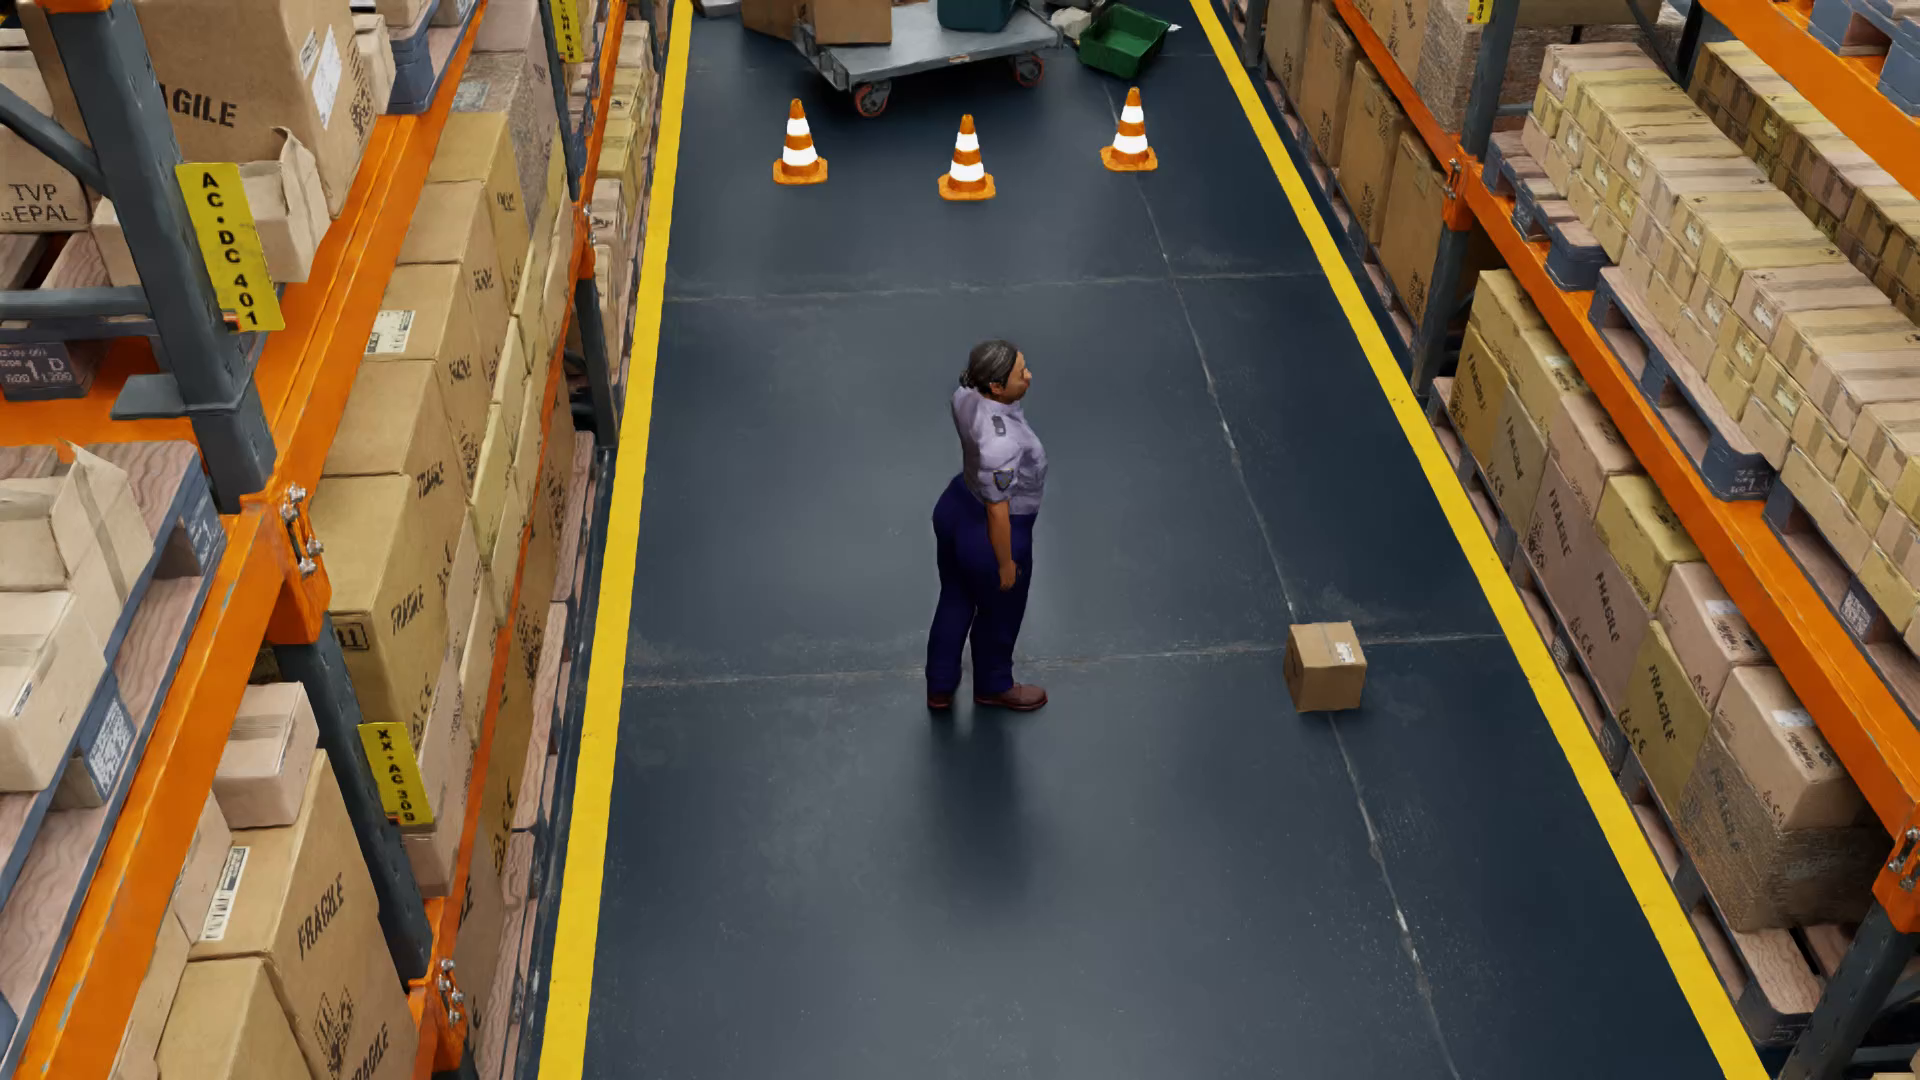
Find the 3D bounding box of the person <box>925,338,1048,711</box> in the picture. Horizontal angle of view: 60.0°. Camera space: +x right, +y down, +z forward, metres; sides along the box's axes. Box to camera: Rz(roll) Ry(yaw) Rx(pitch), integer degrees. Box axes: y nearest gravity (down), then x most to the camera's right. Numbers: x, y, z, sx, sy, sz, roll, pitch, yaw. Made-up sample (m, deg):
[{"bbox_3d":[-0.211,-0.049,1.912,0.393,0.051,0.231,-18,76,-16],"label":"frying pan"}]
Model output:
[{"bbox_3d":[0.072,-0.027,6.193,0.467,1.654,0.478,-17,42,-20],"label":"person"}]
